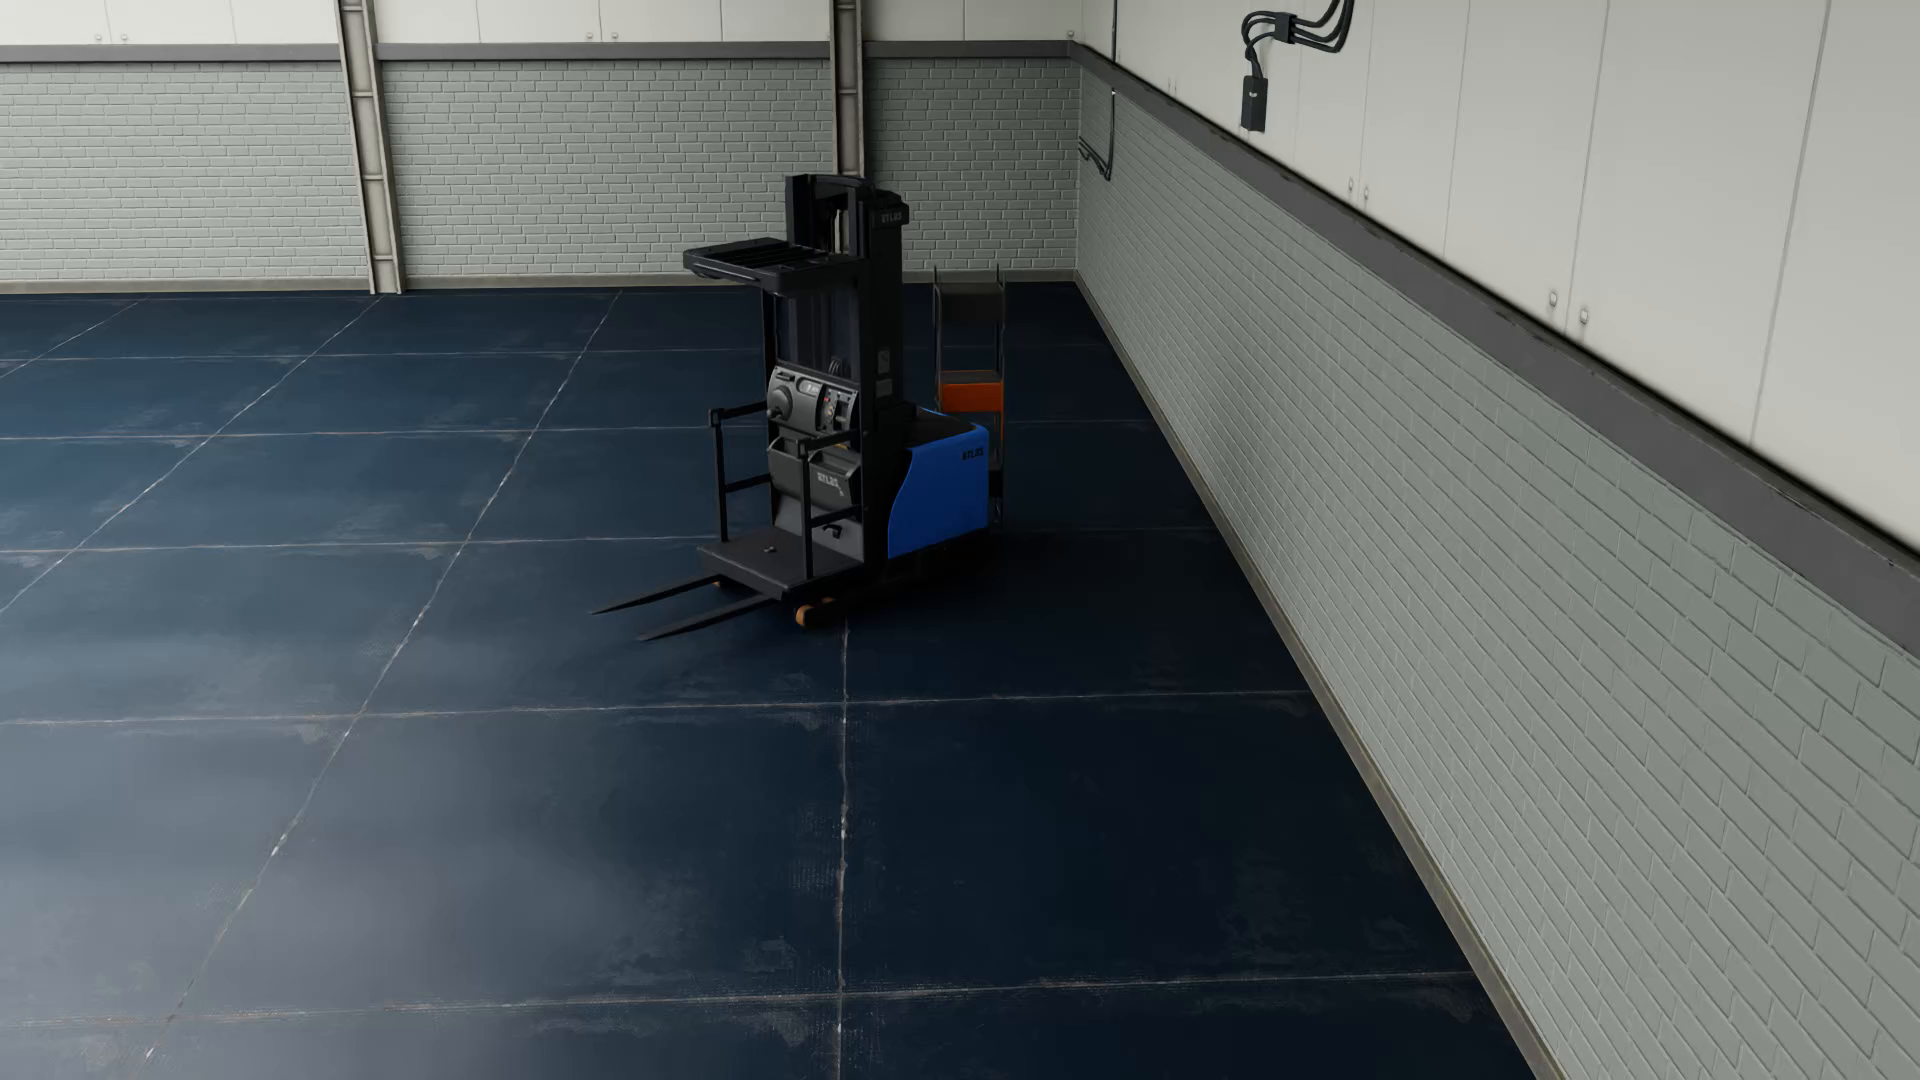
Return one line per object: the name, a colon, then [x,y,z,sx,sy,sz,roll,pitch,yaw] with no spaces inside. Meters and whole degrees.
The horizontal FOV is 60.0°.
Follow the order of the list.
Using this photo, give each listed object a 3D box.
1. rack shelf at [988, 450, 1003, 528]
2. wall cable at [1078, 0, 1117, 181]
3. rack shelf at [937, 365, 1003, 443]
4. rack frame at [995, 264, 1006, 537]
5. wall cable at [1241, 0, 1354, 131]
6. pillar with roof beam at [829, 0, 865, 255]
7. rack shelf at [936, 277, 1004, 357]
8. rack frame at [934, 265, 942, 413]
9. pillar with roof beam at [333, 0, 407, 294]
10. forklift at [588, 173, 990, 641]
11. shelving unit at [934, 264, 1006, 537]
rack shelf: [0.070,-0.400,13.227,0.480,0.518,0.431,-2,21,-6]
wall cable: [1.589,-5.699,19.806,0.112,2.526,3.097,-1,21,-3]
rack shelf: [0.070,-1.055,12.978,0.480,0.518,0.431,-2,21,-6]
rack frame: [0.313,-1.077,13.000,0.015,2.100,0.400,-2,21,-6]
wall cable: [2.115,-5.367,9.790,0.169,6.003,2.305,-1,21,-3]
pillar with roof beam: [-1.182,-6.031,16.314,0.400,9.000,9.100,-1,21,-3]
rack shelf: [0.070,-1.709,12.729,0.480,0.518,0.431,-2,21,-6]
rack frame: [-0.172,-1.057,12.947,0.015,2.100,0.400,-2,21,-6]
pillar with roof beam: [-7.172,-5.909,15.994,0.400,9.000,9.100,-1,21,-3]
forklift: [-1.189,-0.964,11.534,3.031,2.935,1.130,-19,28,-40]
shelving unit: [0.070,-1.067,12.973,0.503,2.100,0.431,-2,21,-6]
